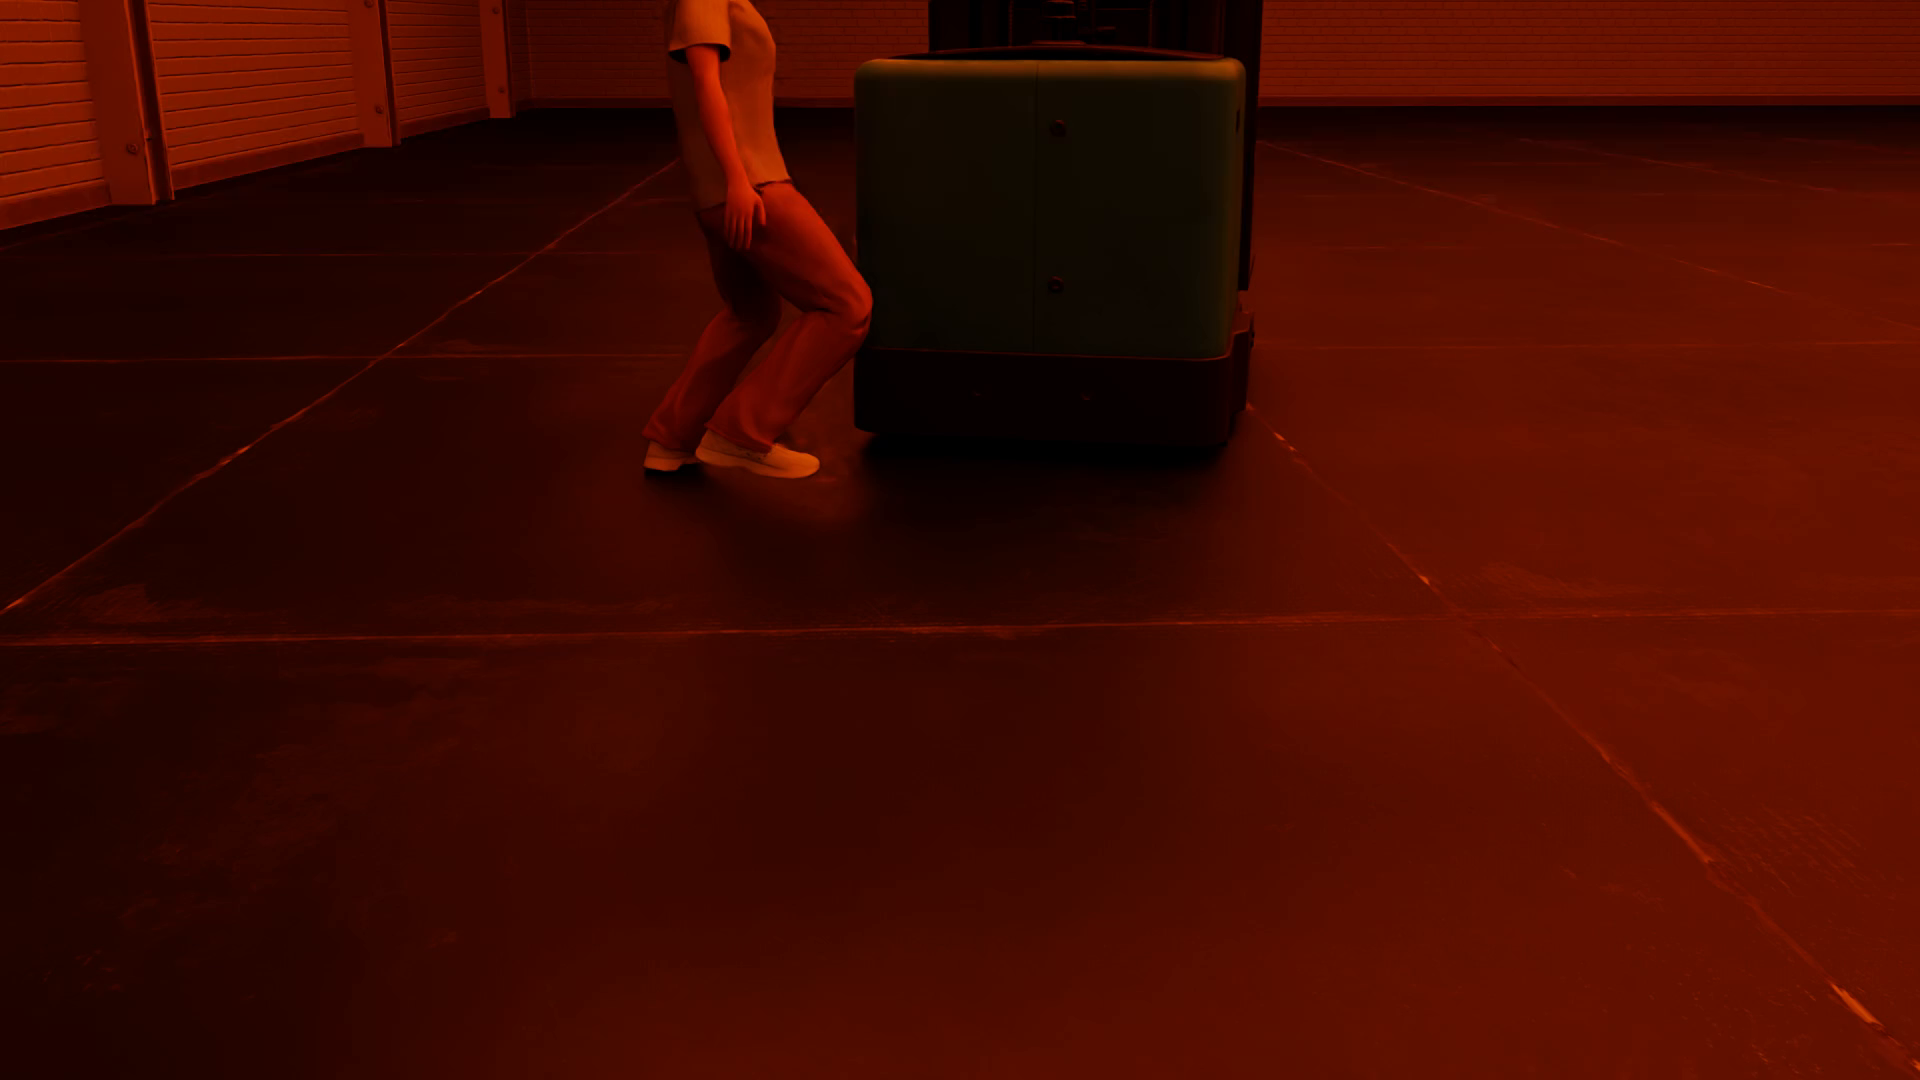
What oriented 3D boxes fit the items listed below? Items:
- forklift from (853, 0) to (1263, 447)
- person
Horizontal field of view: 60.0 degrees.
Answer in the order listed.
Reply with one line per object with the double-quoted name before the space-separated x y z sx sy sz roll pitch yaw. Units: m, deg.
"forklift" 0.485 -2.042 5.581 1.130 2.935 3.031 3 17 10
"person" -0.542 -0.886 4.177 0.586 1.573 0.848 -3 17 -9
